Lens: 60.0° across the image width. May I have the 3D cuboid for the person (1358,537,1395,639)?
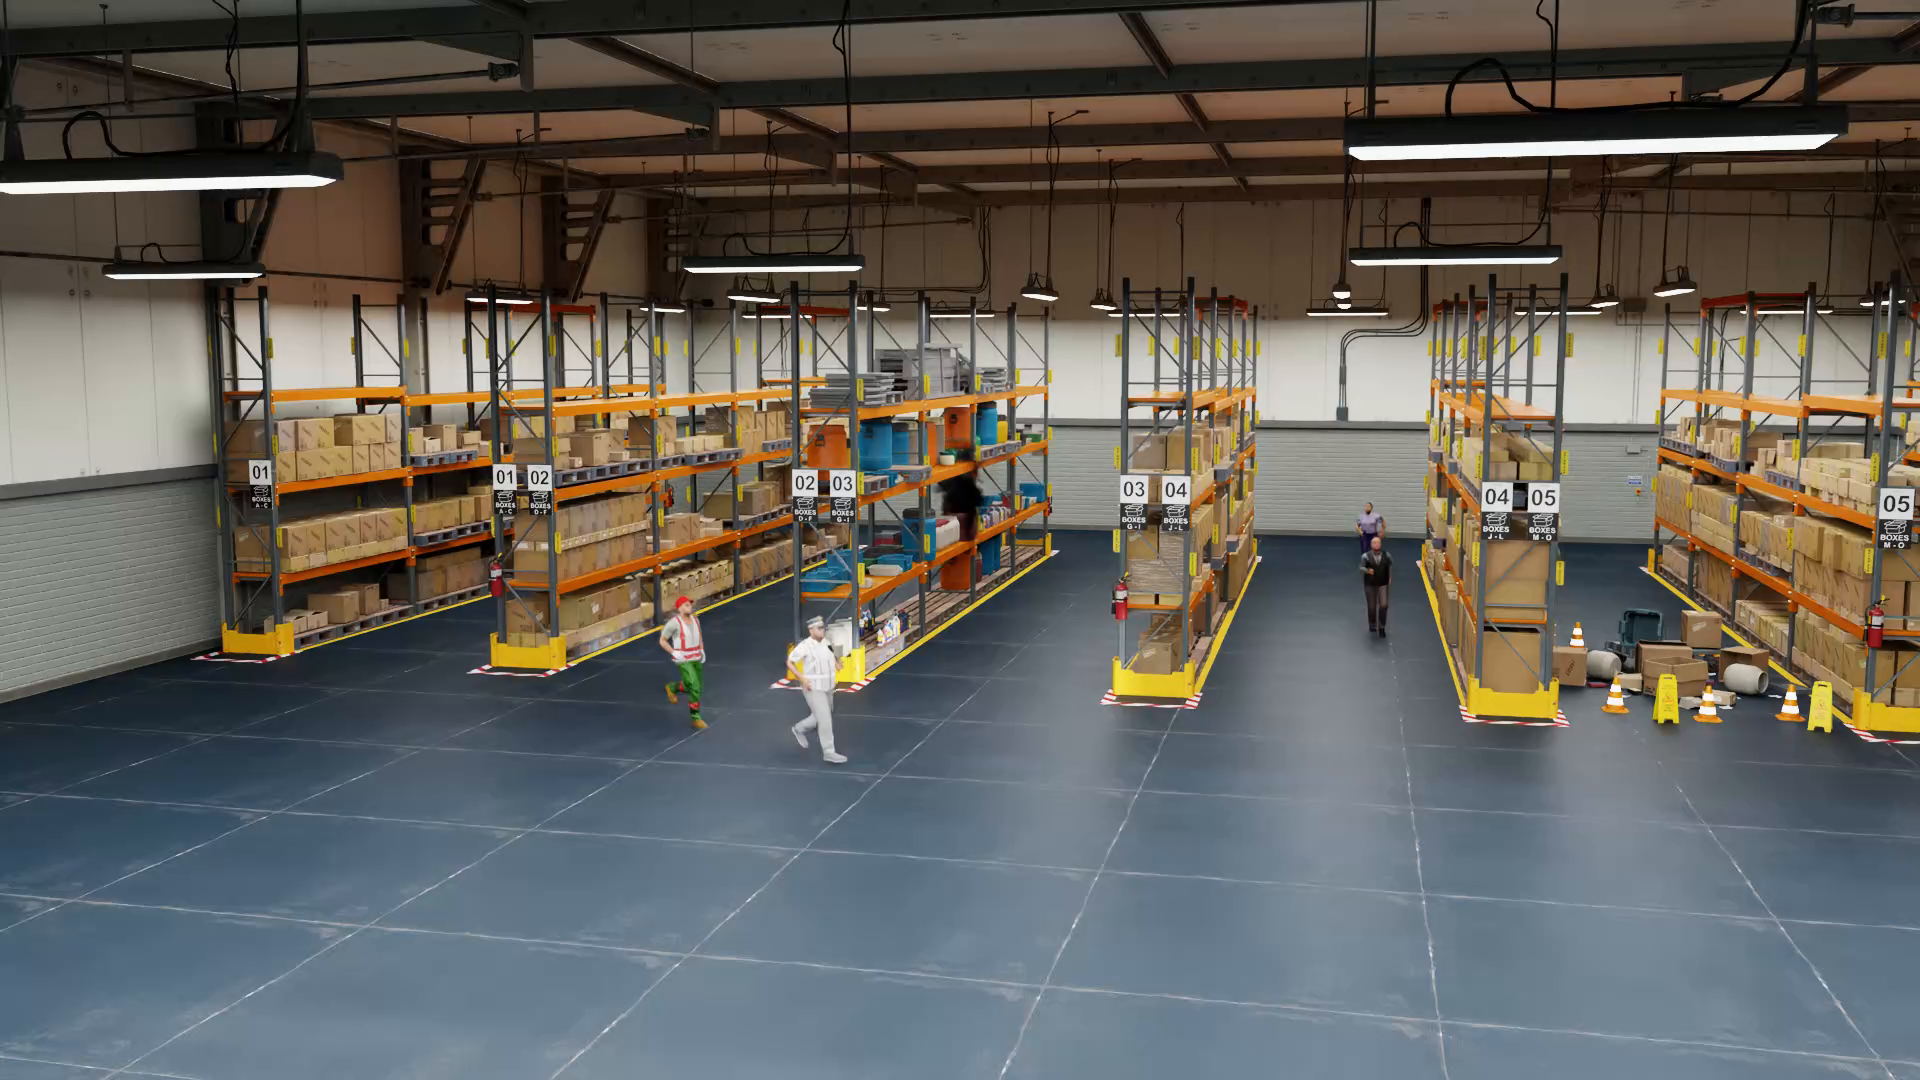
[{"bbox_3d":[7.258,0.836,28.986,0.635,1.770,0.747,1,7,11],"label":"person"}]

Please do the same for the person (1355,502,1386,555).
[{"bbox_3d":[9.126,-0.034,37.052,0.641,1.610,0.609,3,7,21],"label":"person"}]

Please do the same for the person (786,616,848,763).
[{"bbox_3d":[-1.735,1.790,20.284,0.933,1.755,0.672,4,8,33],"label":"person"}]

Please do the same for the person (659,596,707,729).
[{"bbox_3d":[-3.686,1.611,22.205,0.841,1.746,0.662,5,8,34],"label":"person"}]

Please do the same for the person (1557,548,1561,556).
[{"bbox_3d":[13.621,-0.329,39.034,0.971,1.777,0.693,1,7,7],"label":"person"}]
